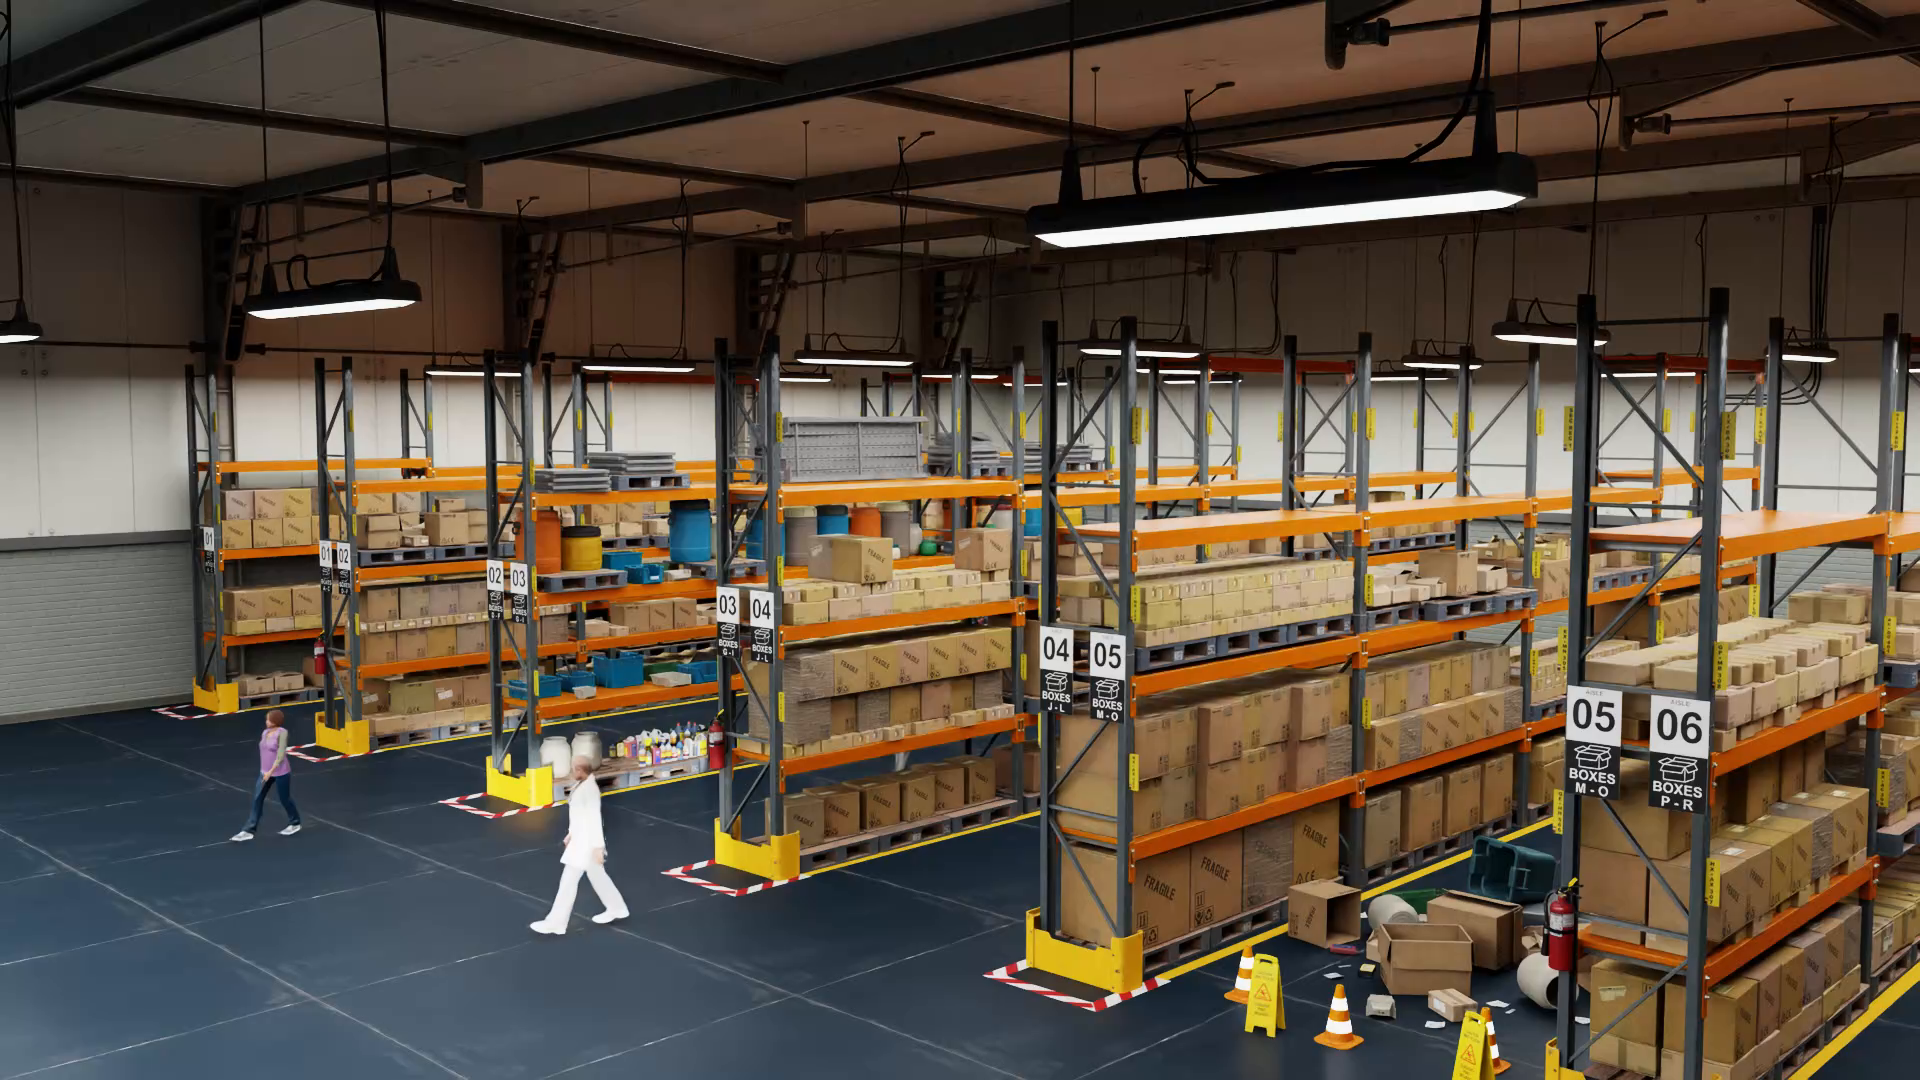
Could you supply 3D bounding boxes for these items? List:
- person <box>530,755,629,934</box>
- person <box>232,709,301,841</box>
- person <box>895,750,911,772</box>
[{"bbox_3d":[-3.815,3.086,16.652,0.984,1.608,0.648,-1,5,-16],"label":"person"},{"bbox_3d":[-8.348,2.832,20.080,0.435,1.567,0.834,2,5,23],"label":"person"},{"bbox_3d":[-0.761,2.611,22.662,0.505,1.726,0.545,1,5,18],"label":"person"}]
